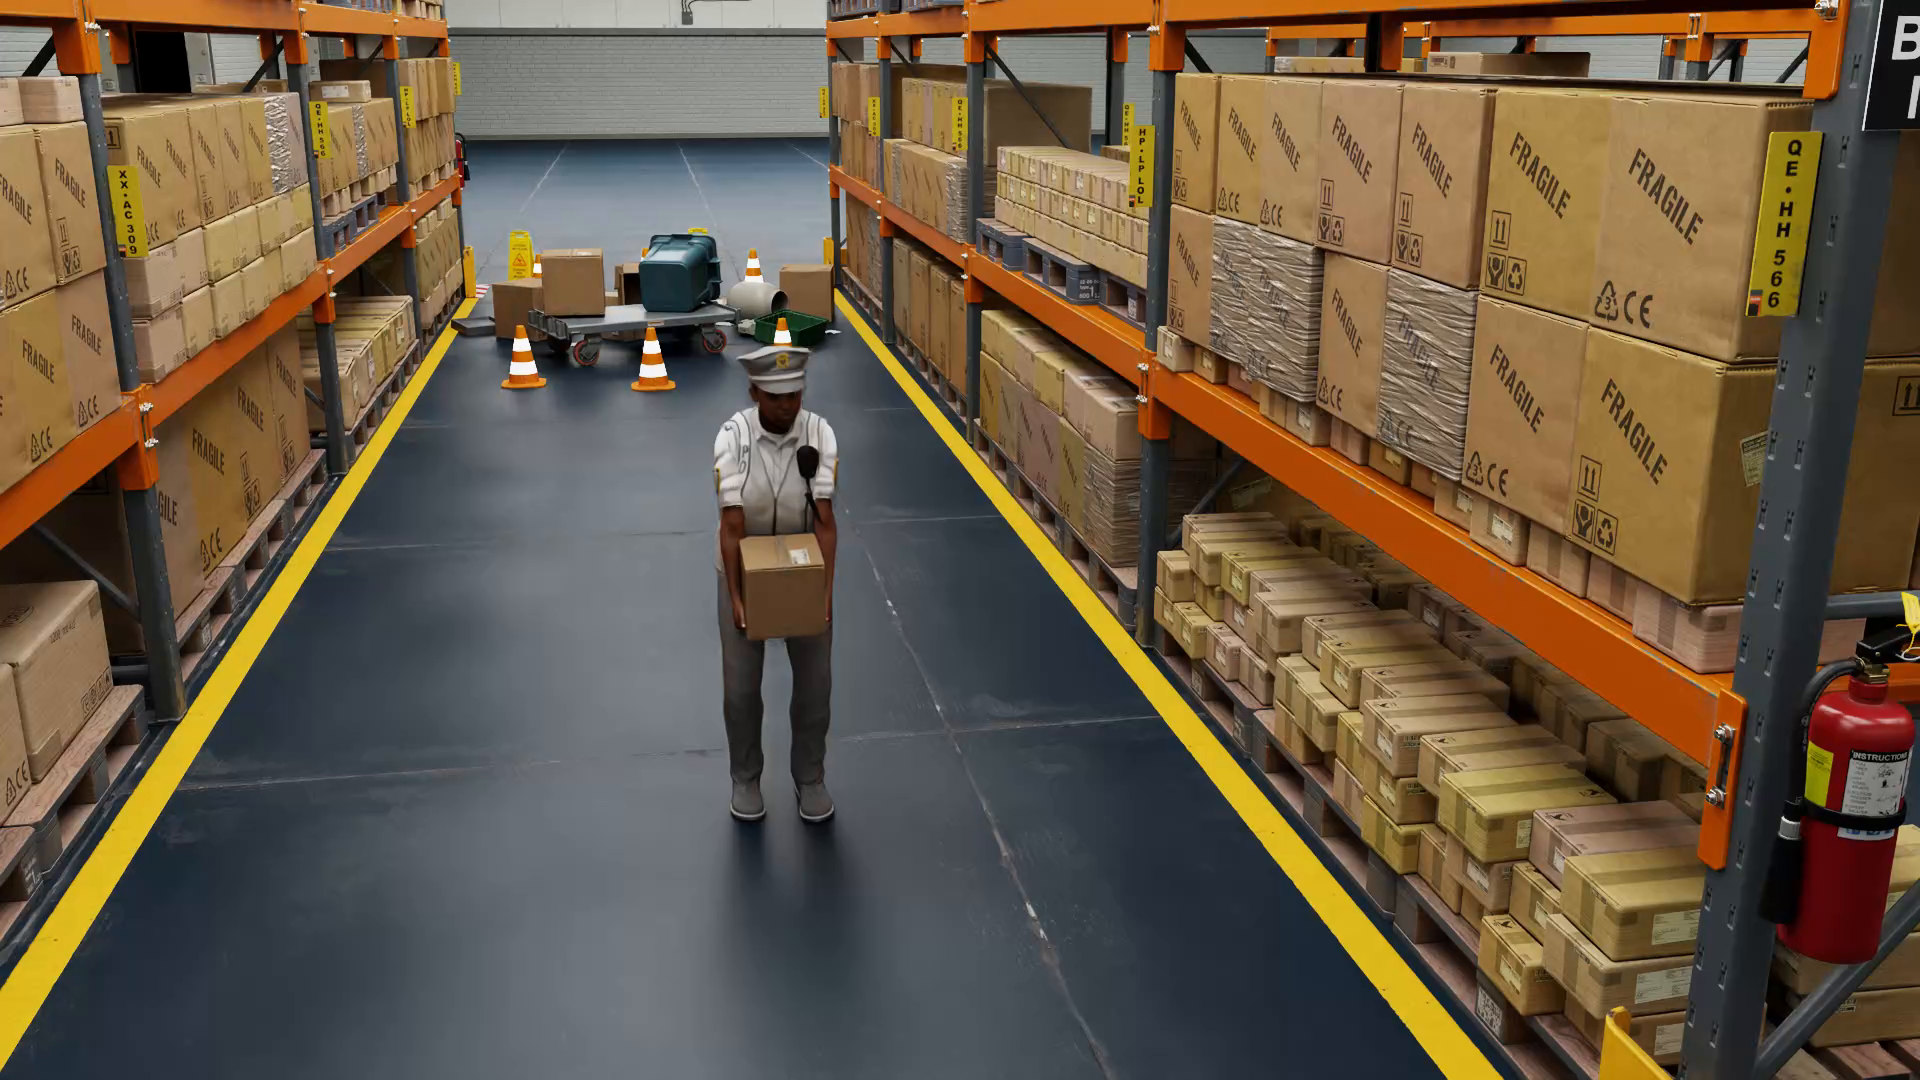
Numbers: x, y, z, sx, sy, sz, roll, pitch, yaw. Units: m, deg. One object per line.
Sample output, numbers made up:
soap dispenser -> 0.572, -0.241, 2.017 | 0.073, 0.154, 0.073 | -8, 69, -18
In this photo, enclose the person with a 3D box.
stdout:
person -> -0.605, 0.155, 5.562 | 0.416, 1.646, 0.555 | -3, 17, -11
